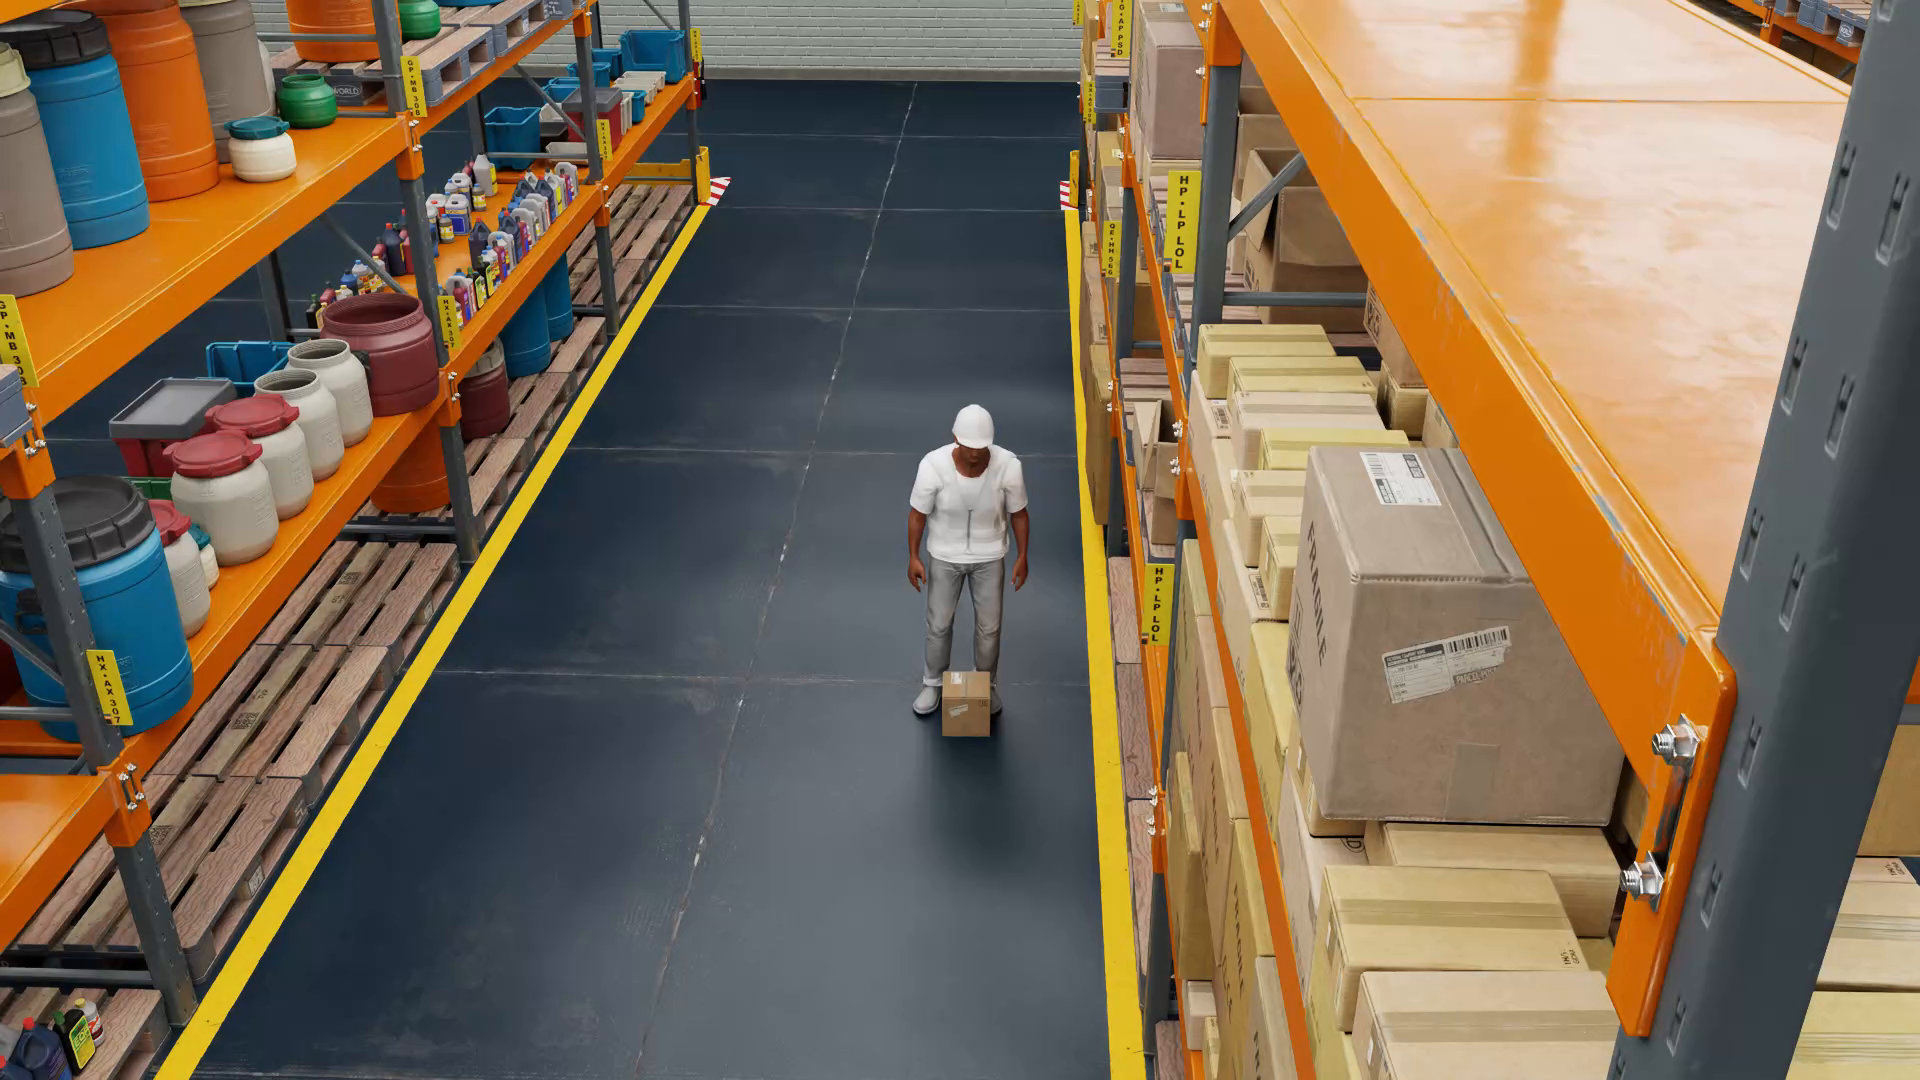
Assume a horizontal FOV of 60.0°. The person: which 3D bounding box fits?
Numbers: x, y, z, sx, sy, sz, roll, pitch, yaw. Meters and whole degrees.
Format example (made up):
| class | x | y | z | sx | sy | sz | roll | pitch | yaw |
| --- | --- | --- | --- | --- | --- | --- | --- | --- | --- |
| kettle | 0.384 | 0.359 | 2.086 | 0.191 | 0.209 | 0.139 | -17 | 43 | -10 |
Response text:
| class | x | y | z | sx | sy | sz | roll | pitch | yaw |
| --- | --- | --- | --- | --- | --- | --- | --- | --- | --- |
| person | 0.044 | 0.097 | 8.653 | 0.635 | 1.759 | 0.456 | -1 | 28 | -1 |
